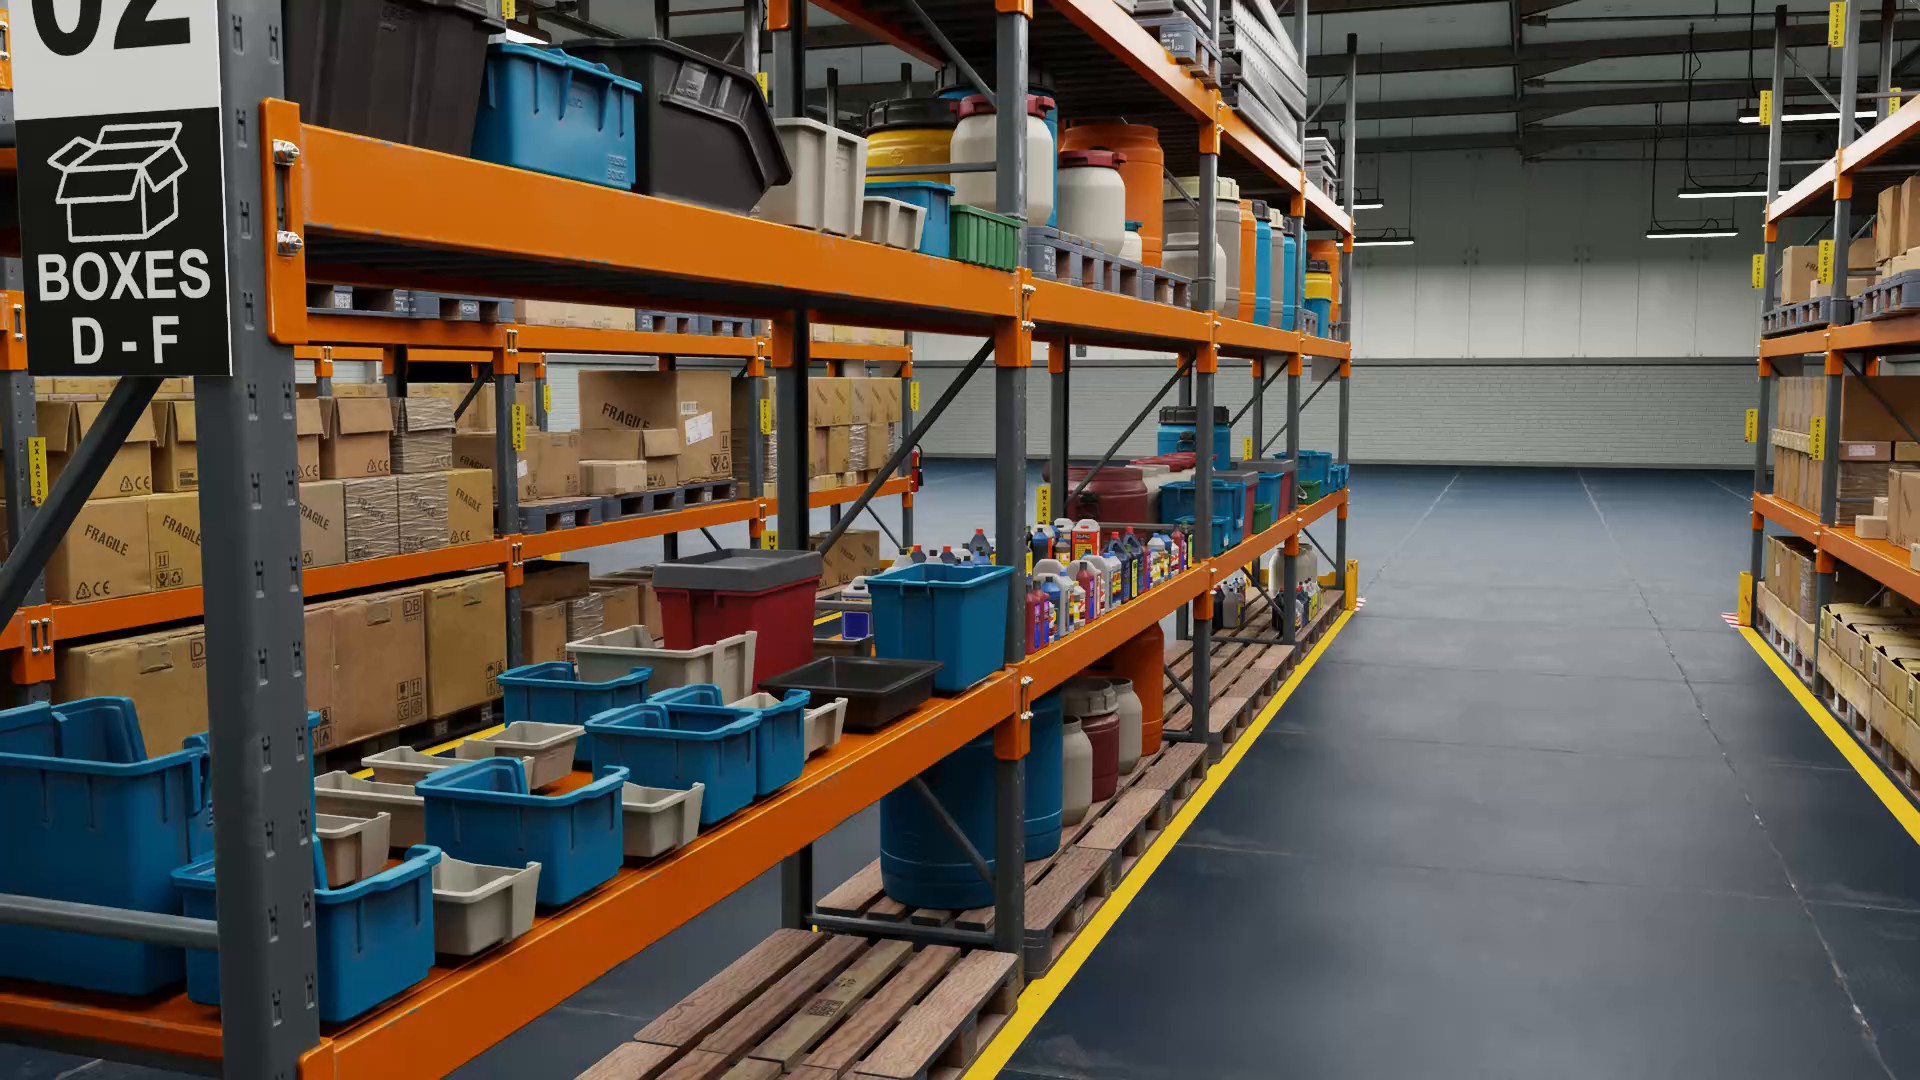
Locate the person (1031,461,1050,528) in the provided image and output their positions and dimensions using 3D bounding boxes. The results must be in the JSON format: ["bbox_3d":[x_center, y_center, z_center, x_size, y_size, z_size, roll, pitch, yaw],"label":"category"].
[{"bbox_3d":[0.958,-0.007,16.904,0.463,1.586,0.430,0,5,-4],"label":"person"}]
